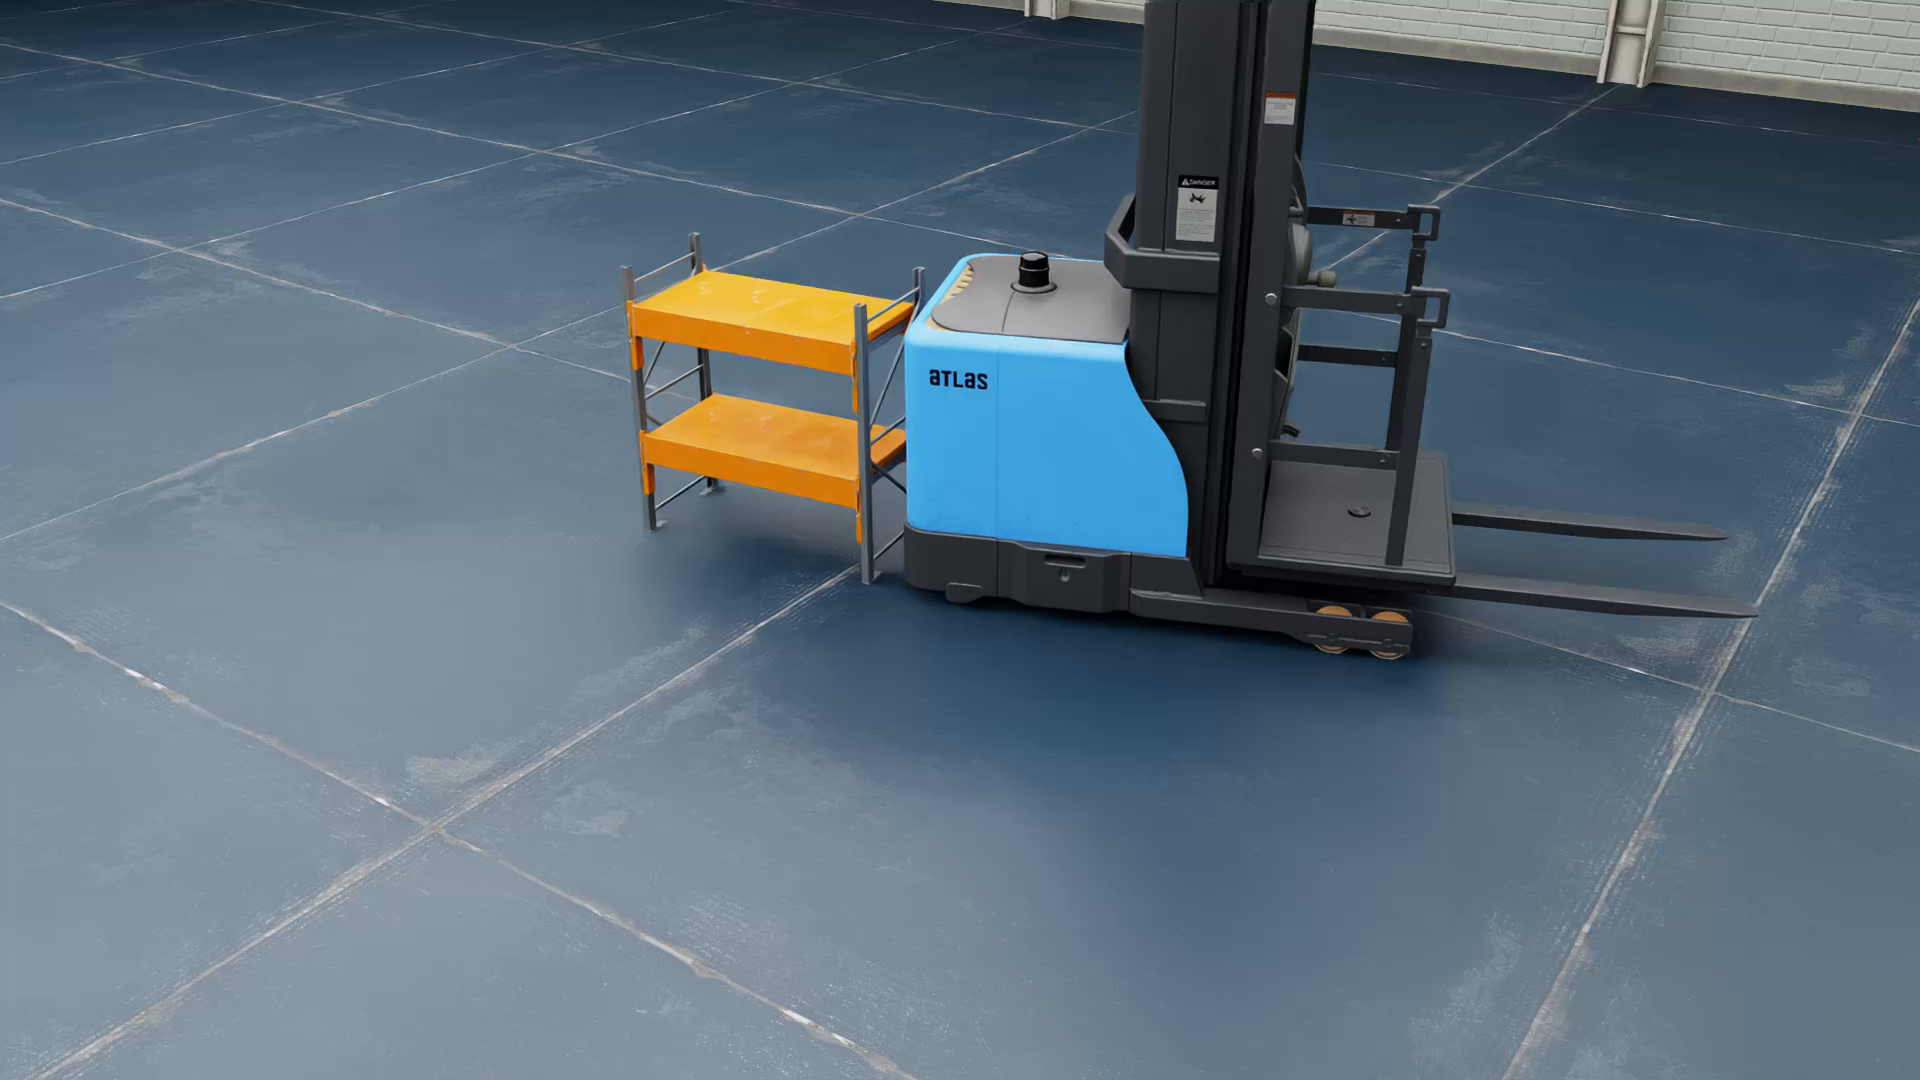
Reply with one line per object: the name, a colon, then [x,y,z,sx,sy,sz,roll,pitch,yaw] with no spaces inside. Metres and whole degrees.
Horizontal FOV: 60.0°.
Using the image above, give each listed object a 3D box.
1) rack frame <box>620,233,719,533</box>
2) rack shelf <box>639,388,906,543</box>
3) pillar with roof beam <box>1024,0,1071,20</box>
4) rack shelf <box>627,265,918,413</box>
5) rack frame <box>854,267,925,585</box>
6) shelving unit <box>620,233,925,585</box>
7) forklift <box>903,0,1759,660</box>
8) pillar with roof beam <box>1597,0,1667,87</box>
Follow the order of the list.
rack frame: [-1.169,-0.634,6.755,0.032,1.125,0.500,12,30,23]
rack shelf: [-0.712,-0.315,6.667,1.000,0.278,0.538,12,30,23]
pillar with roof beam: [-1.504,-7.996,12.541,0.400,9.000,9.100,17,32,30]
rack shelf: [-0.712,-0.793,6.423,1.000,0.278,0.538,12,30,23]
rack frame: [-0.255,-0.431,6.357,0.032,1.125,0.500,12,30,23]
shelving unit: [-0.712,-0.532,6.556,1.048,1.125,0.538,12,30,23]
forklift: [1.361,-1.147,5.772,3.031,2.935,1.130,6,28,11]
pillar with roof beam: [3.442,-6.456,9.513,0.400,9.000,9.100,17,32,30]
